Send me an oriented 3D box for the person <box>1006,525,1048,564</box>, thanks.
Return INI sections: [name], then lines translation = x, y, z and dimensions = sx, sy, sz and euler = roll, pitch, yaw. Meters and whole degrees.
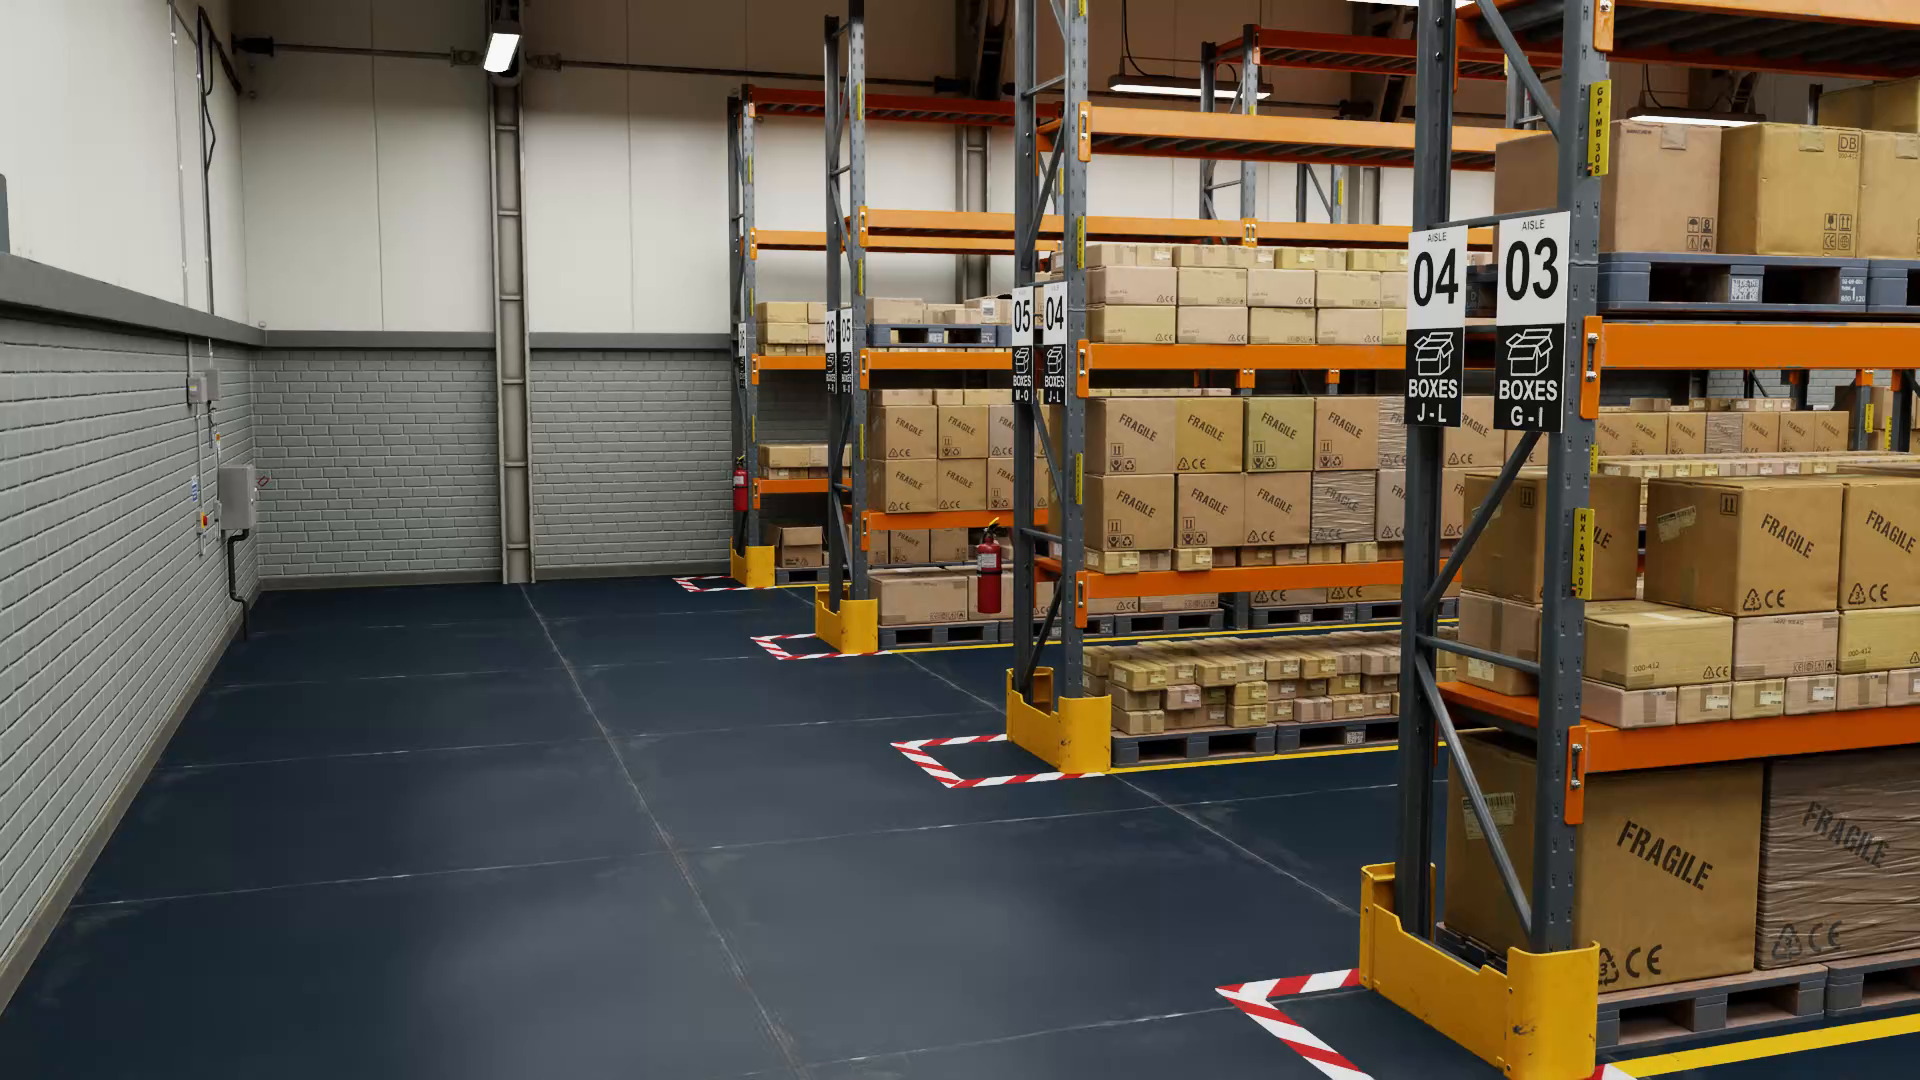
[person]
translation = 0.796, -0.173, 19.480
dimensions = 0.520, 1.656, 0.407
euler = -2, 6, -20
